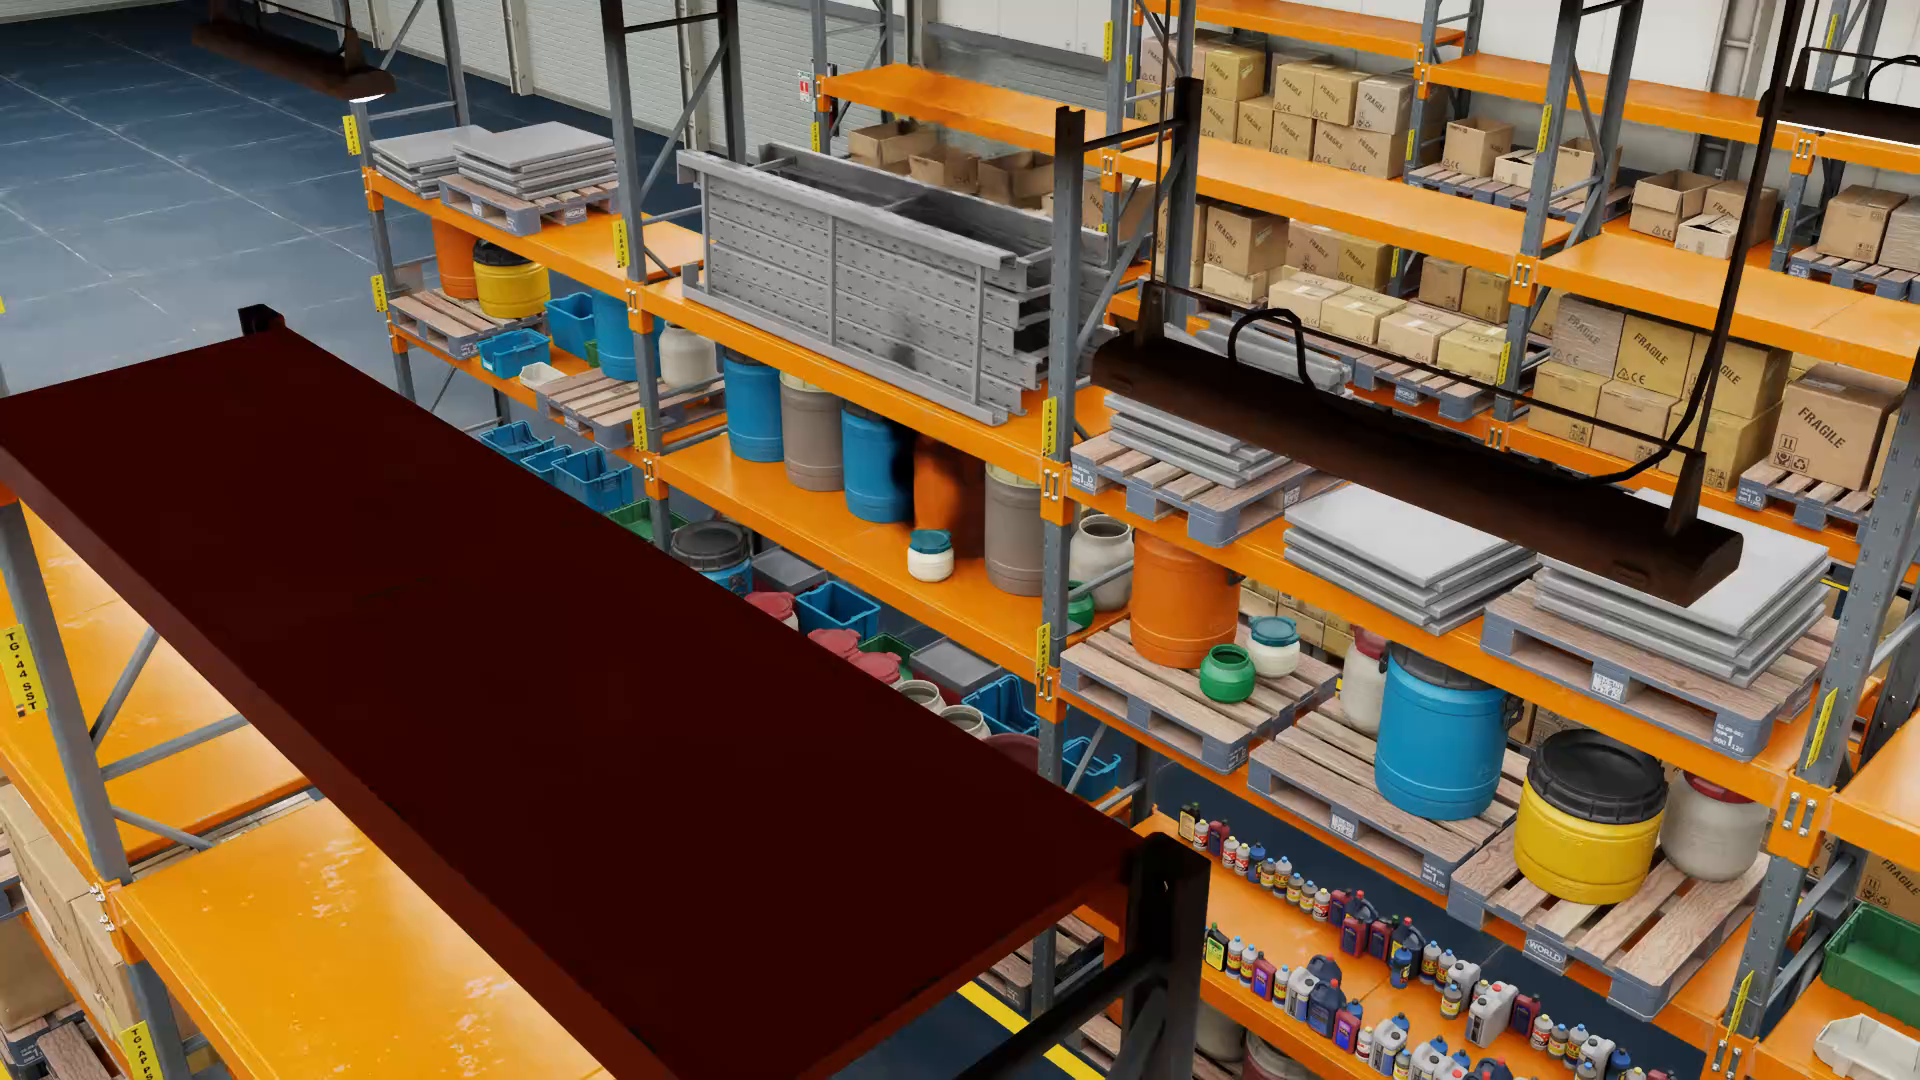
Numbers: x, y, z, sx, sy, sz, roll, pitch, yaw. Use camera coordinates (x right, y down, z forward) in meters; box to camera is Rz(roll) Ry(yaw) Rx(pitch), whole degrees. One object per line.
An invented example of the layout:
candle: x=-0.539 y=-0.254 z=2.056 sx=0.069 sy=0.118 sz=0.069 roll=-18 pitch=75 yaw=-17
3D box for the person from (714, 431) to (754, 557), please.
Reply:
person: x=-2.125 y=-0.313 z=15.587 sx=0.655 sy=1.749 sz=0.636 roll=-23 pitch=36 yaw=-37
